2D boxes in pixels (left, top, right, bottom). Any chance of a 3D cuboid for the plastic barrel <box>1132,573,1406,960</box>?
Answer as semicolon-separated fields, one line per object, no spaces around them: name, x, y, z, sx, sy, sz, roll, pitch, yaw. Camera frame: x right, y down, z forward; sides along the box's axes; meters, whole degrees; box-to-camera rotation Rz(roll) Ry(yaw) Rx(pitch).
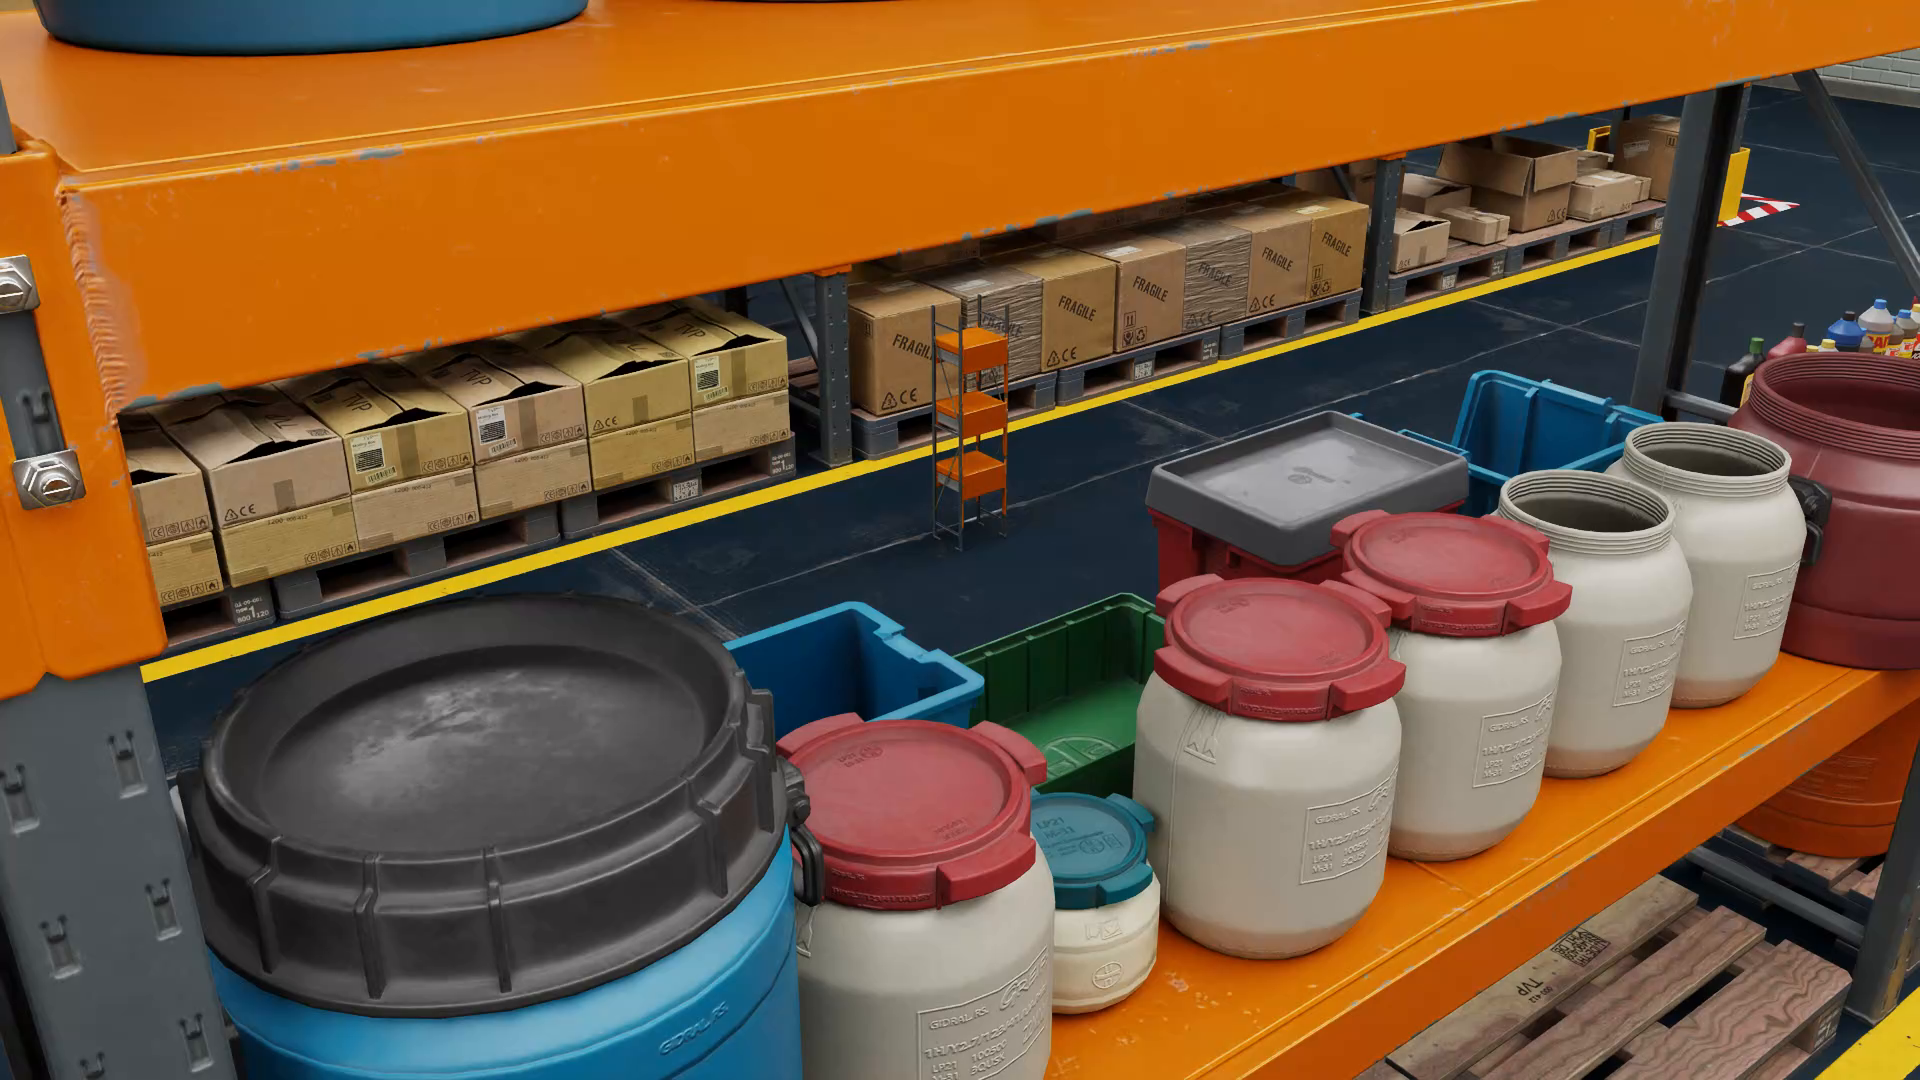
plastic barrel;0.497;0.373;2.721;0.433;0.535;0.433;0;25;0

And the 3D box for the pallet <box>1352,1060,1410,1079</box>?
pallet;0.586;1.531;3.701;1.213;0.211;1.003;-18;31;-34

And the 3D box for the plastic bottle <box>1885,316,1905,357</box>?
plastic bottle;2.901;-0.604;5.225;0.097;0.201;0.097;0;25;0

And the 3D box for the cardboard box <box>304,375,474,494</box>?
cardboard box;-2.334;-0.463;6.785;0.500;0.311;0.500;-17;30;-33

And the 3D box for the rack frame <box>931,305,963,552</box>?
rack frame;-0.054;-0.458;6.991;0.008;1.050;0.200;-18;31;-34

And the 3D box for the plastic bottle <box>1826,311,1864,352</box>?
plastic bottle;2.671;-0.560;5.047;0.097;0.271;0.097;0;25;0

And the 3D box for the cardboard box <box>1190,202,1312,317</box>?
cardboard box;1.667;-1.636;9.658;0.500;0.500;0.500;-18;30;-34

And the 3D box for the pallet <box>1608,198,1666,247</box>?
pallet;4.734;-2.466;12.312;1.213;0.211;1.003;-18;31;-34

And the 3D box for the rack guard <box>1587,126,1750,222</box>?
rack guard;5.361;-2.804;12.698;0.348;0.500;1.175;-18;31;-34

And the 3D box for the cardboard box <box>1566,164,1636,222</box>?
cardboard box;4.379;-2.450;11.710;0.500;0.250;0.500;-18;31;-34

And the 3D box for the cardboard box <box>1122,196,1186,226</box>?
cardboard box;0.955;-2.020;9.595;0.500;0.250;0.500;-18;30;-34

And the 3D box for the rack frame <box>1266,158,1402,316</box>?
rack frame;2.273;-2.919;9.976;0.127;3.000;1.000;-18;31;-34

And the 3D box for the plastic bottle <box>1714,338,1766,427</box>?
plastic bottle;2.234;-0.431;4.755;0.133;0.283;0.061;-18;31;-34

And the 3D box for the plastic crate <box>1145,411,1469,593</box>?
plastic crate;0.719;0.052;3.499;0.583;0.464;0.402;-18;31;-34

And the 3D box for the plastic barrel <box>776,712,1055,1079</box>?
plastic barrel;-0.080;0.564;2.310;0.433;0.535;0.433;0;25;0

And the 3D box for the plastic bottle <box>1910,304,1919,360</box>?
plastic bottle;3.054;-0.655;5.334;0.097;0.201;0.097;0;25;0

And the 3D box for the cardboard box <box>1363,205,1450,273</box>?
cardboard box;2.737;-1.936;10.530;0.500;0.311;0.500;-18;31;-34

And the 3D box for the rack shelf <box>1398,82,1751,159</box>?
rack shelf;3.847;-3.112;11.247;4.000;0.370;1.077;-18;31;-34

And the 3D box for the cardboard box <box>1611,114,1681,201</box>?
cardboard box;5.145;-2.801;12.168;0.500;0.500;0.500;-18;31;-34

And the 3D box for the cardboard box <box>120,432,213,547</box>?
cardboard box;-3.146;-0.191;6.200;0.500;0.311;0.500;-19;31;-35

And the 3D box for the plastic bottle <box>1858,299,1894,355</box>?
plastic bottle;2.824;-0.611;5.156;0.097;0.271;0.097;0;25;0

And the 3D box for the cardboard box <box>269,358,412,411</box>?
cardboard box;-2.683;-0.634;7.154;0.500;0.311;0.500;-19;31;-35

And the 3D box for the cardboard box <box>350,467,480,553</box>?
cardboard box;-2.342;-0.206;6.898;0.500;0.250;0.500;-18;30;-33

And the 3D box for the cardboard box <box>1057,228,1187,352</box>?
cardboard box;0.874;-1.373;9.091;0.500;0.500;0.500;-19;31;-36

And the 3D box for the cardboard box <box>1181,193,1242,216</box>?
cardboard box;1.329;-1.797;10.006;0.500;0.500;0.500;-18;30;-33

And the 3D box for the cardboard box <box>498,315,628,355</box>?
cardboard box;-1.876;-0.899;7.726;0.500;0.311;0.500;-19;31;-35

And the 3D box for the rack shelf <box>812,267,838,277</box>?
rack shelf;-2.448;-1.034;6.769;4.000;0.370;1.077;-18;31;-34

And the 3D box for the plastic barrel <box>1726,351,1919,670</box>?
plastic barrel;2.001;-0.079;3.694;0.708;0.536;0.600;-18;31;-34

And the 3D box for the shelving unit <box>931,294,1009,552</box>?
shelving unit;0.042;-0.490;7.059;0.252;1.050;0.215;-18;31;-34

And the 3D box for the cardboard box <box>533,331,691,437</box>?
cardboard box;-1.540;-0.722;7.345;0.500;0.311;0.500;-19;31;-35

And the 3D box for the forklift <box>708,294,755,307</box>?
forklift;-2.583;-2.261;8.640;3.031;2.935;1.130;-19;31;-36

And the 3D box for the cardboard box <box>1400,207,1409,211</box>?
cardboard box;2.805;-2.184;11.257;0.250;0.149;0.380;-18;31;-34

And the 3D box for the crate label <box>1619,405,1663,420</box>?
crate label;1.616;-0.177;4.266;0.416;0.233;0.303;-18;31;-34

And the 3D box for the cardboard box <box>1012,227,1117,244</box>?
cardboard box;0.533;-1.539;9.449;0.500;0.500;0.500;-20;31;-36

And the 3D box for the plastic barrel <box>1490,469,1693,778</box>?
plastic barrel;1.170;0.159;3.211;0.421;0.512;0.421;0;25;0

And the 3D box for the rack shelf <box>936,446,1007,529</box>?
rack shelf;0.042;-0.228;7.180;0.240;0.259;0.215;-18;31;-34

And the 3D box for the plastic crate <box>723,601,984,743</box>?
plastic crate;-0.293;0.419;2.803;0.575;0.384;0.392;-18;31;-34

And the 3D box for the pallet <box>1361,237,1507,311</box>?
pallet;2.814;-1.832;10.946;1.213;0.211;1.003;-18;31;-34

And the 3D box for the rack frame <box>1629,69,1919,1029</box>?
rack frame;2.179;-0.238;4.199;0.127;3.000;1.000;-18;31;-34

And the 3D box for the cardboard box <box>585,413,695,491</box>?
cardboard box;-1.541;-0.470;7.468;0.500;0.250;0.500;-19;31;-35

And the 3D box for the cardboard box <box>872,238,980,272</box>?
cardboard box;-0.242;-1.622;8.738;0.500;0.250;0.500;-17;30;-32

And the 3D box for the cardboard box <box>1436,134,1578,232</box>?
cardboard box;3.748;-2.476;11.464;0.637;0.503;0.797;-18;31;-34

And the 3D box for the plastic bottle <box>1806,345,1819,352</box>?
plastic bottle;2.518;-0.478;4.952;0.097;0.201;0.097;0;25;0

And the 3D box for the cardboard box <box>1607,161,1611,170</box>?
cardboard box;4.683;-2.812;12.589;0.250;0.166;0.380;-18;31;-34

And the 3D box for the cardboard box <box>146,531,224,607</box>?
cardboard box;-3.149;0.061;6.322;0.500;0.250;0.500;-17;30;-33

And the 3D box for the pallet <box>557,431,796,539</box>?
pallet;-1.546;-0.414;7.891;1.213;0.211;1.003;-18;31;-34

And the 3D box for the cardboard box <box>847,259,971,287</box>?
cardboard box;-0.283;-1.266;8.861;0.500;0.500;0.500;-17;30;-32

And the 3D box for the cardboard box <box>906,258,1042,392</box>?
cardboard box;0.069;-1.107;8.518;0.500;0.500;0.500;-20;31;-36

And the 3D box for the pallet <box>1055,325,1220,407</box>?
pallet;0.696;-1.111;9.394;1.213;0.211;1.003;-18;31;-34

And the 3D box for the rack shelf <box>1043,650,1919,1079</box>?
rack shelf;0.605;0.608;3.231;4.000;0.370;1.077;-18;31;-34

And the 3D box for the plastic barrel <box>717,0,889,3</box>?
plastic barrel;-0.188;-1.161;2.029;0.600;0.901;0.600;0;25;0

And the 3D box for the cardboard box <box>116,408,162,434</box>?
cardboard box;-3.475;-0.376;6.597;0.500;0.311;0.500;-17;30;-33

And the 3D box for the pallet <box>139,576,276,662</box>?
pallet;-3.466;0.220;6.525;1.213;0.211;1.003;-18;31;-34
